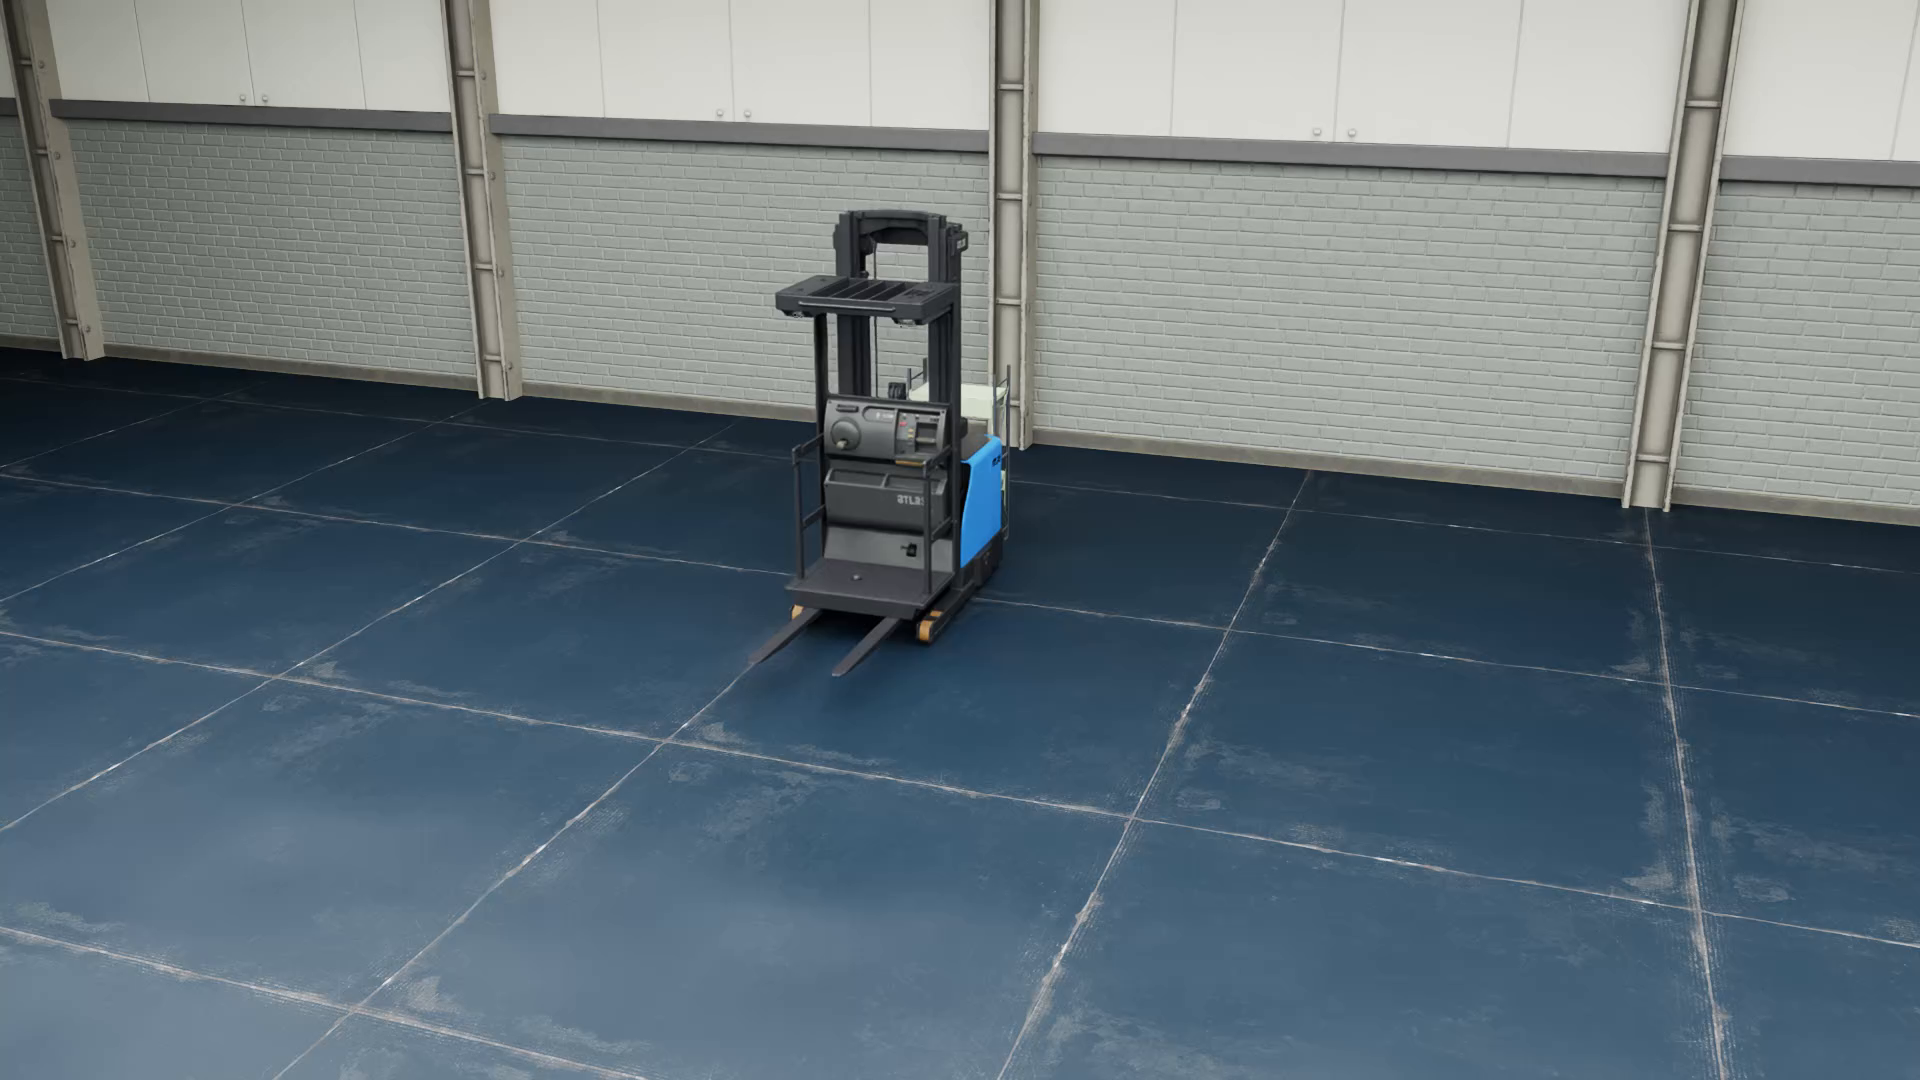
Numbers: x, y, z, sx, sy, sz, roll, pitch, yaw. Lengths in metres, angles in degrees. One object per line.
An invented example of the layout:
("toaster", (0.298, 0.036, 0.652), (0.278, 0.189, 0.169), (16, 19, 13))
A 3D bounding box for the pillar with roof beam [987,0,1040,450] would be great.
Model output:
("pillar with roof beam", (-0.904, -3.878, 11.530), (0.400, 9.000, 9.100), (7, 20, 18))

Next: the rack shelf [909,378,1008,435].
("rack shelf", (-0.006, -1.077, 13.703), (0.720, 0.370, 0.431), (7, 20, 18))

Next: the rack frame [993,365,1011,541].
("rack frame", (0.339, -0.669, 13.718), (0.023, 1.500, 0.400), (7, 20, 18))

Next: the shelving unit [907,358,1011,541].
("shelving unit", (-0.006, -0.709, 13.831), (0.755, 1.500, 0.431), (7, 20, 18))

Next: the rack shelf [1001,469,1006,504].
("rack shelf", (-0.006, -0.401, 13.939), (0.720, 0.370, 0.431), (7, 20, 18))

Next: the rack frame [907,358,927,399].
("rack frame", (-0.352, -0.748, 13.945), (0.023, 1.500, 0.400), (7, 20, 18))

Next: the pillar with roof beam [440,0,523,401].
("pillar with roof beam", (-6.572, -4.526, 13.390), (0.400, 9.000, 9.100), (7, 20, 18))

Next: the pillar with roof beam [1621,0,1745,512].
("pillar with roof beam", (4.764, -3.230, 9.671), (0.400, 9.000, 9.100), (7, 20, 18))

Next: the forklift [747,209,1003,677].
("forklift", (-0.612, -0.793, 11.898), (1.130, 2.935, 3.031), (6, 20, 18))

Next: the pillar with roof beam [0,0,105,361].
("pillar with roof beam", (-12.239, -5.174, 15.249), (0.400, 9.000, 9.100), (7, 20, 18))
